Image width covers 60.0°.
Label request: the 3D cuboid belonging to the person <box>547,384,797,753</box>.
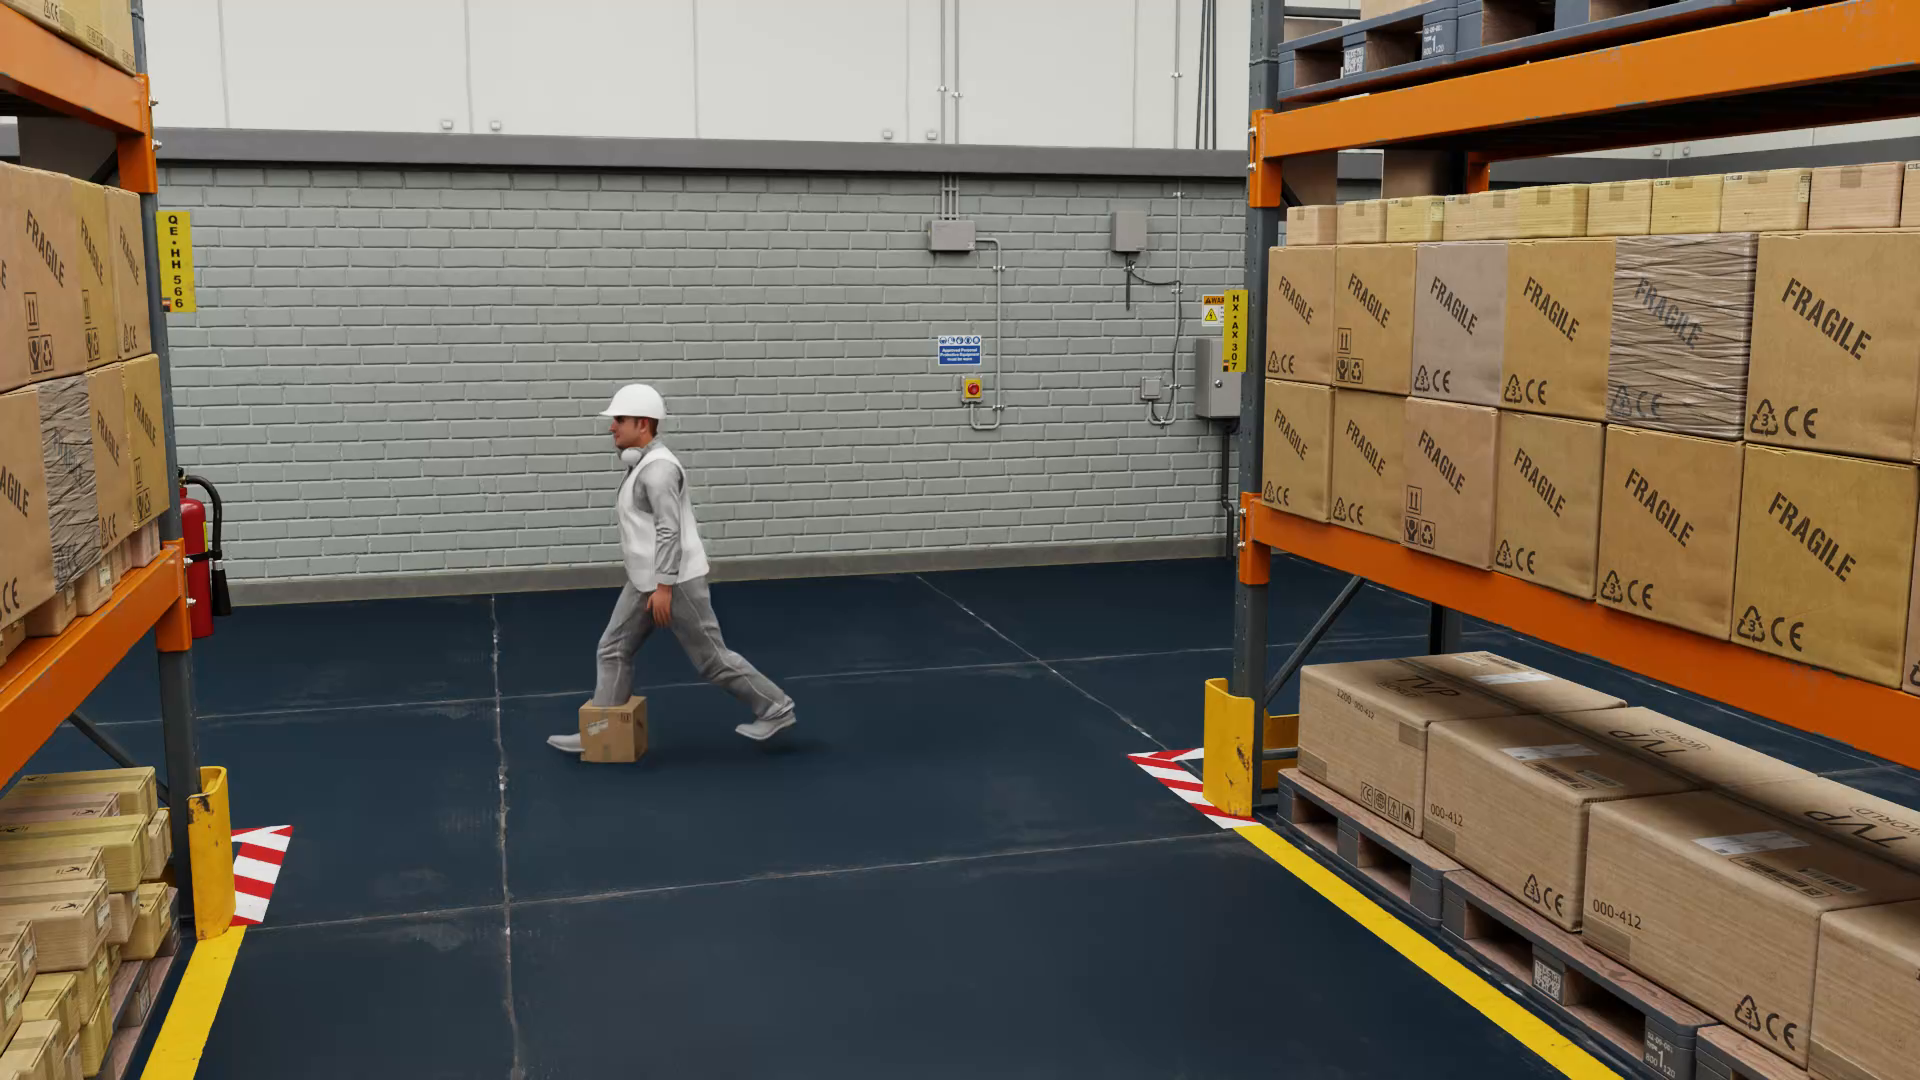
[{"bbox_3d":[-1.308,0.153,7.515,1.112,1.712,0.552,-4,10,-22],"label":"person"}]
